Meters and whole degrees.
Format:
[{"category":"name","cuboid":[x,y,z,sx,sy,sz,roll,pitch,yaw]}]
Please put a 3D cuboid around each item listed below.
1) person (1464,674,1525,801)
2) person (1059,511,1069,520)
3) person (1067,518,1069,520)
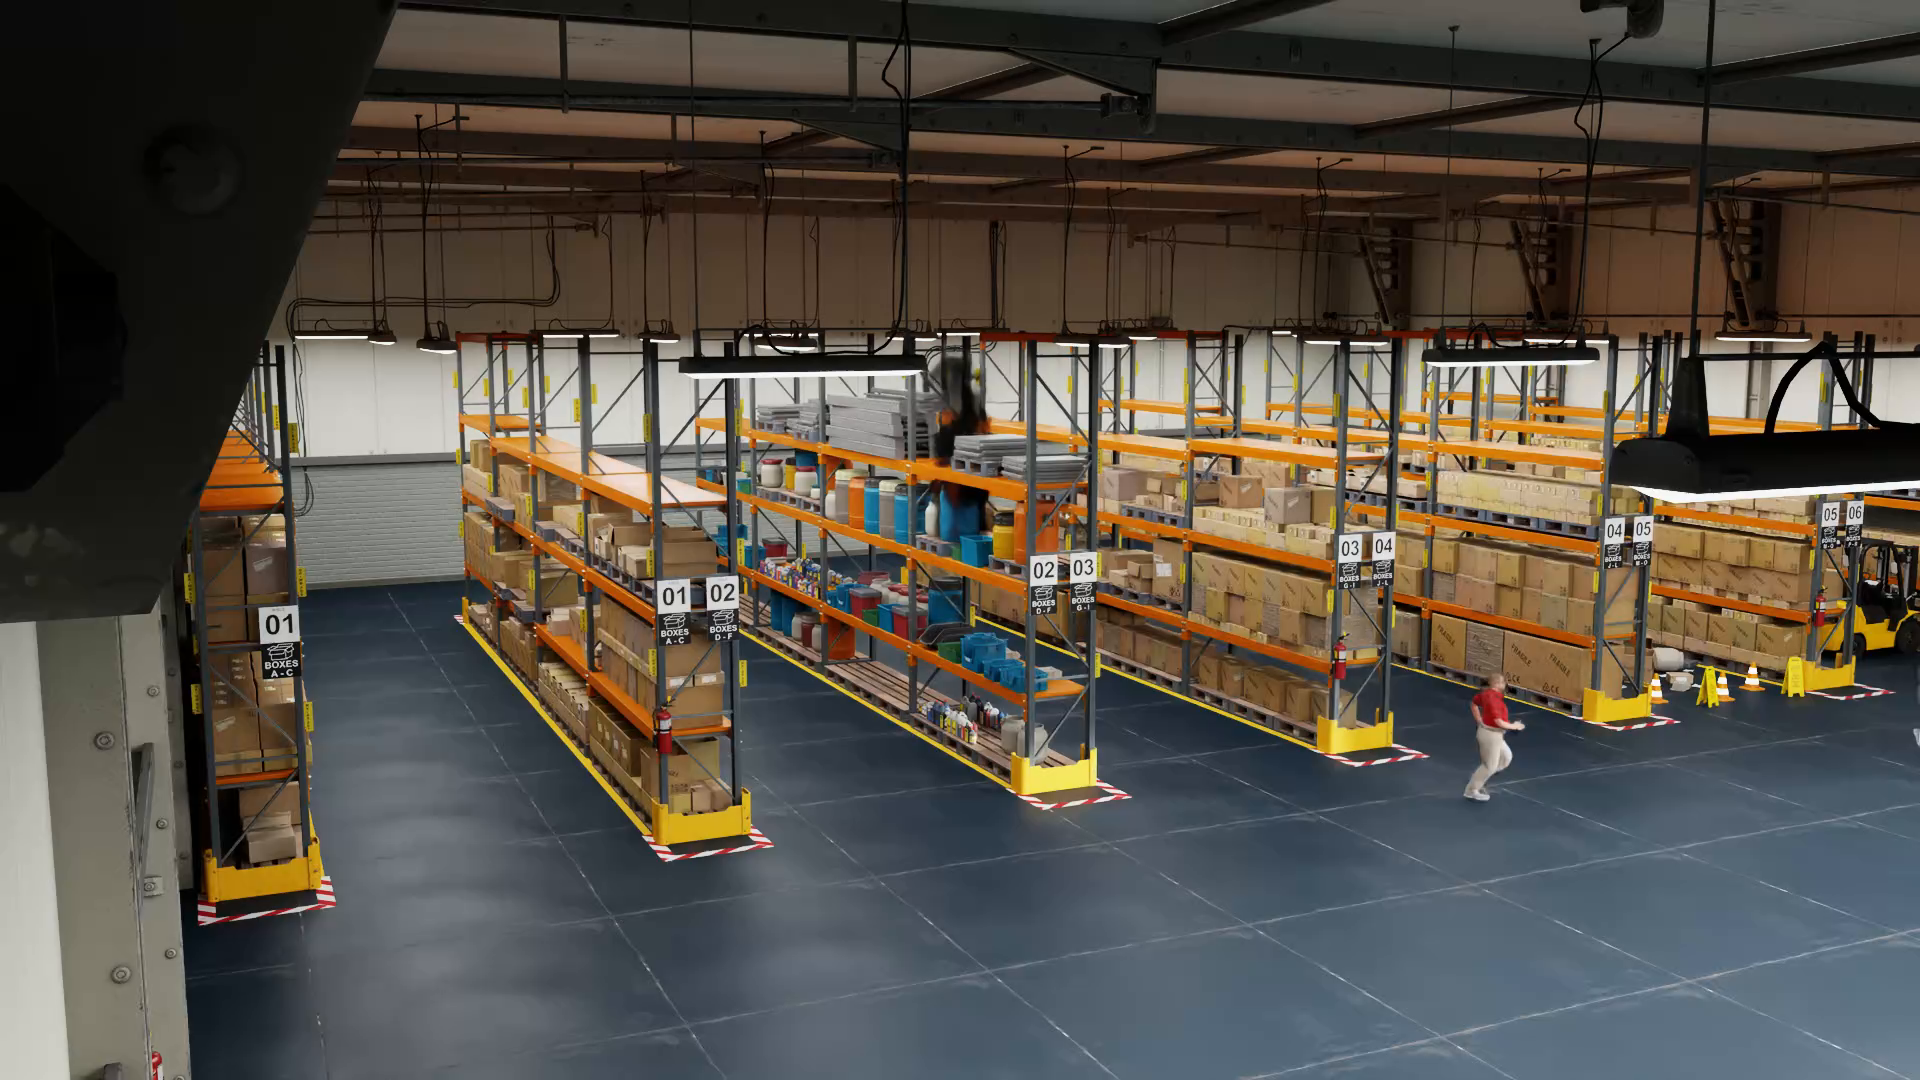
[{"category":"person","cuboid":[6.986,2.567,21.730,0.729,1.683,0.642,1,8,8]},{"category":"person","cuboid":[2.512,-0.050,41.057,0.534,1.723,0.714,-5,9,-34]},{"category":"person","cuboid":[2.576,0.276,39.168,0.587,1.628,0.620,-1,8,-9]}]
